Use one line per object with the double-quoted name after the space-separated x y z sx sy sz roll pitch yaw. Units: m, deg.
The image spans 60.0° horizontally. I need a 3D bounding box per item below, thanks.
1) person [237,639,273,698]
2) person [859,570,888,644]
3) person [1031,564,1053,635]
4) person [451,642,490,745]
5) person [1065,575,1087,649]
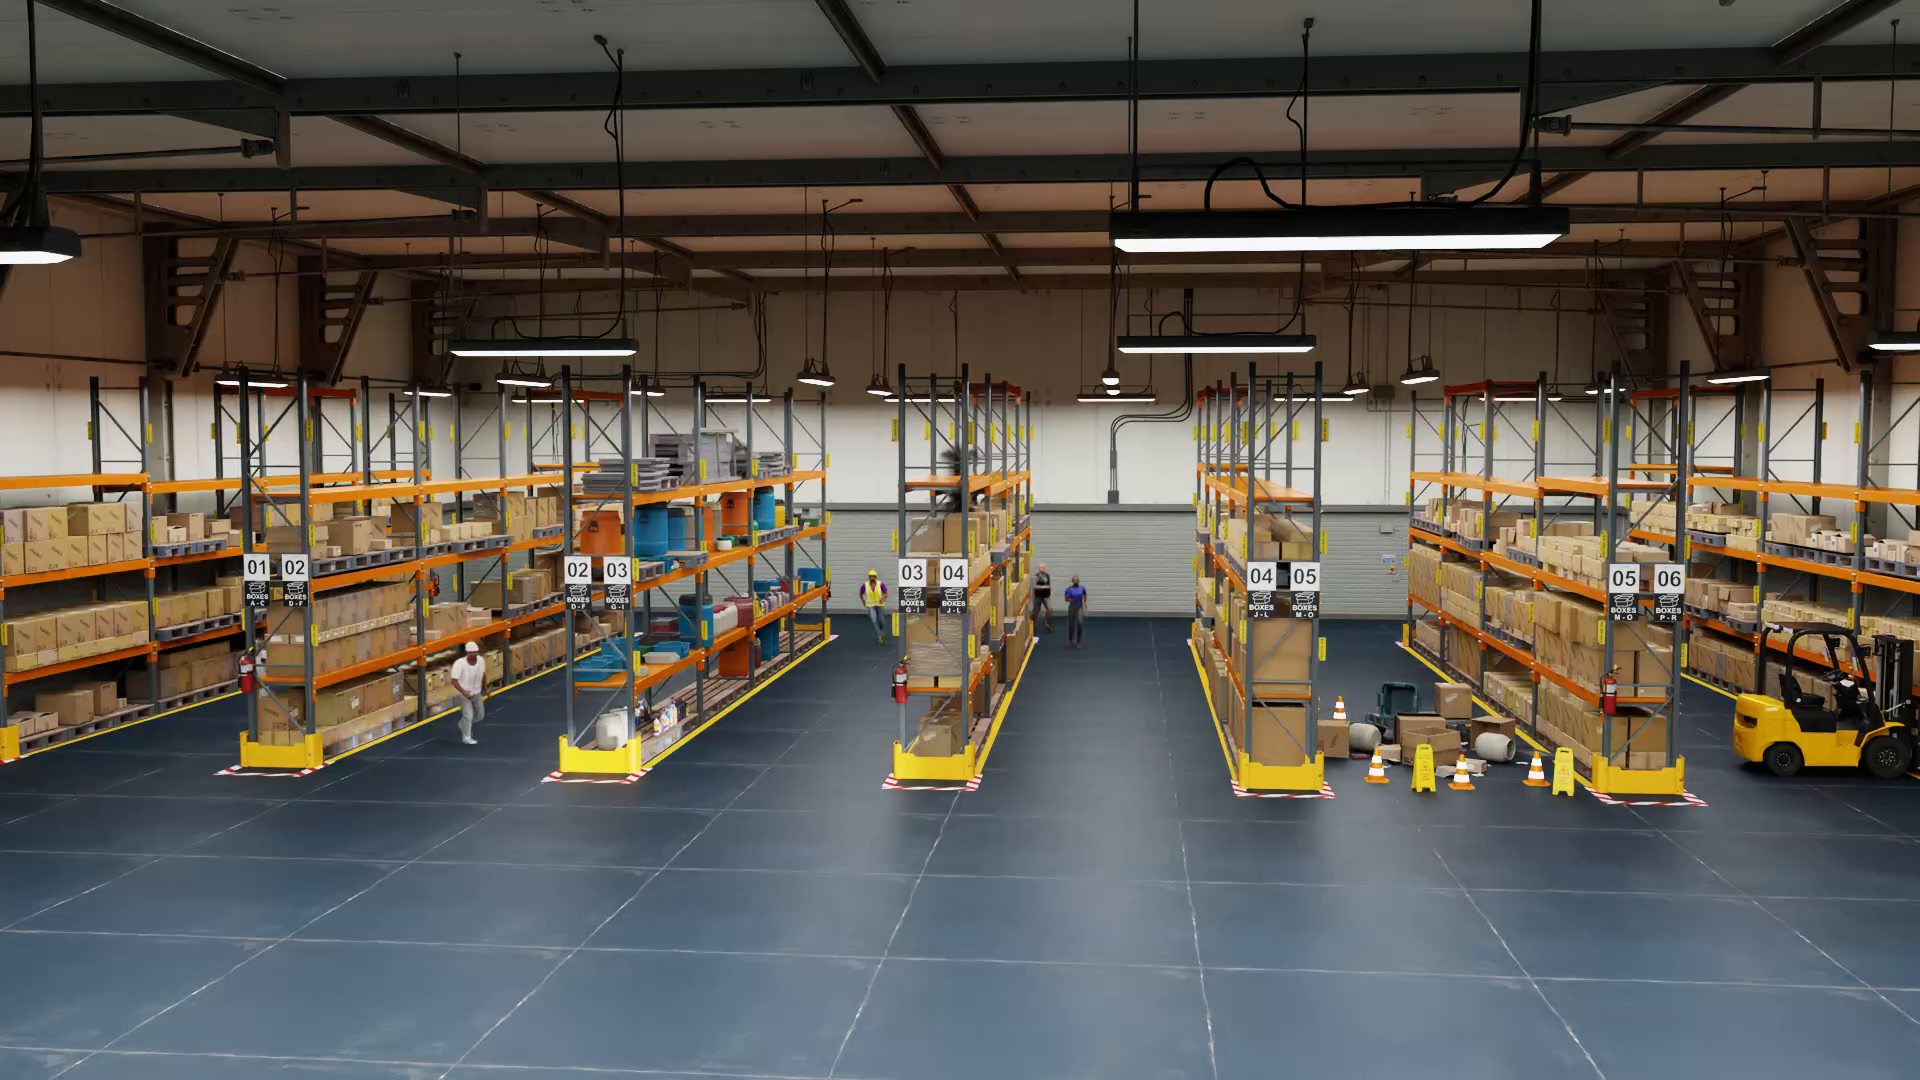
-11.606 2.426 27.559 0.601 1.642 0.919 0 4 -5 "person"
-2.061 1.591 39.858 0.687 1.734 0.868 0 4 -6 "person"
2.031 1.466 41.542 0.647 1.767 0.851 -2 4 -29 "person"
-7.906 2.454 26.727 0.791 1.684 0.708 3 5 42 "person"
2.710 1.678 38.935 0.547 1.715 0.848 0 4 -2 "person"
